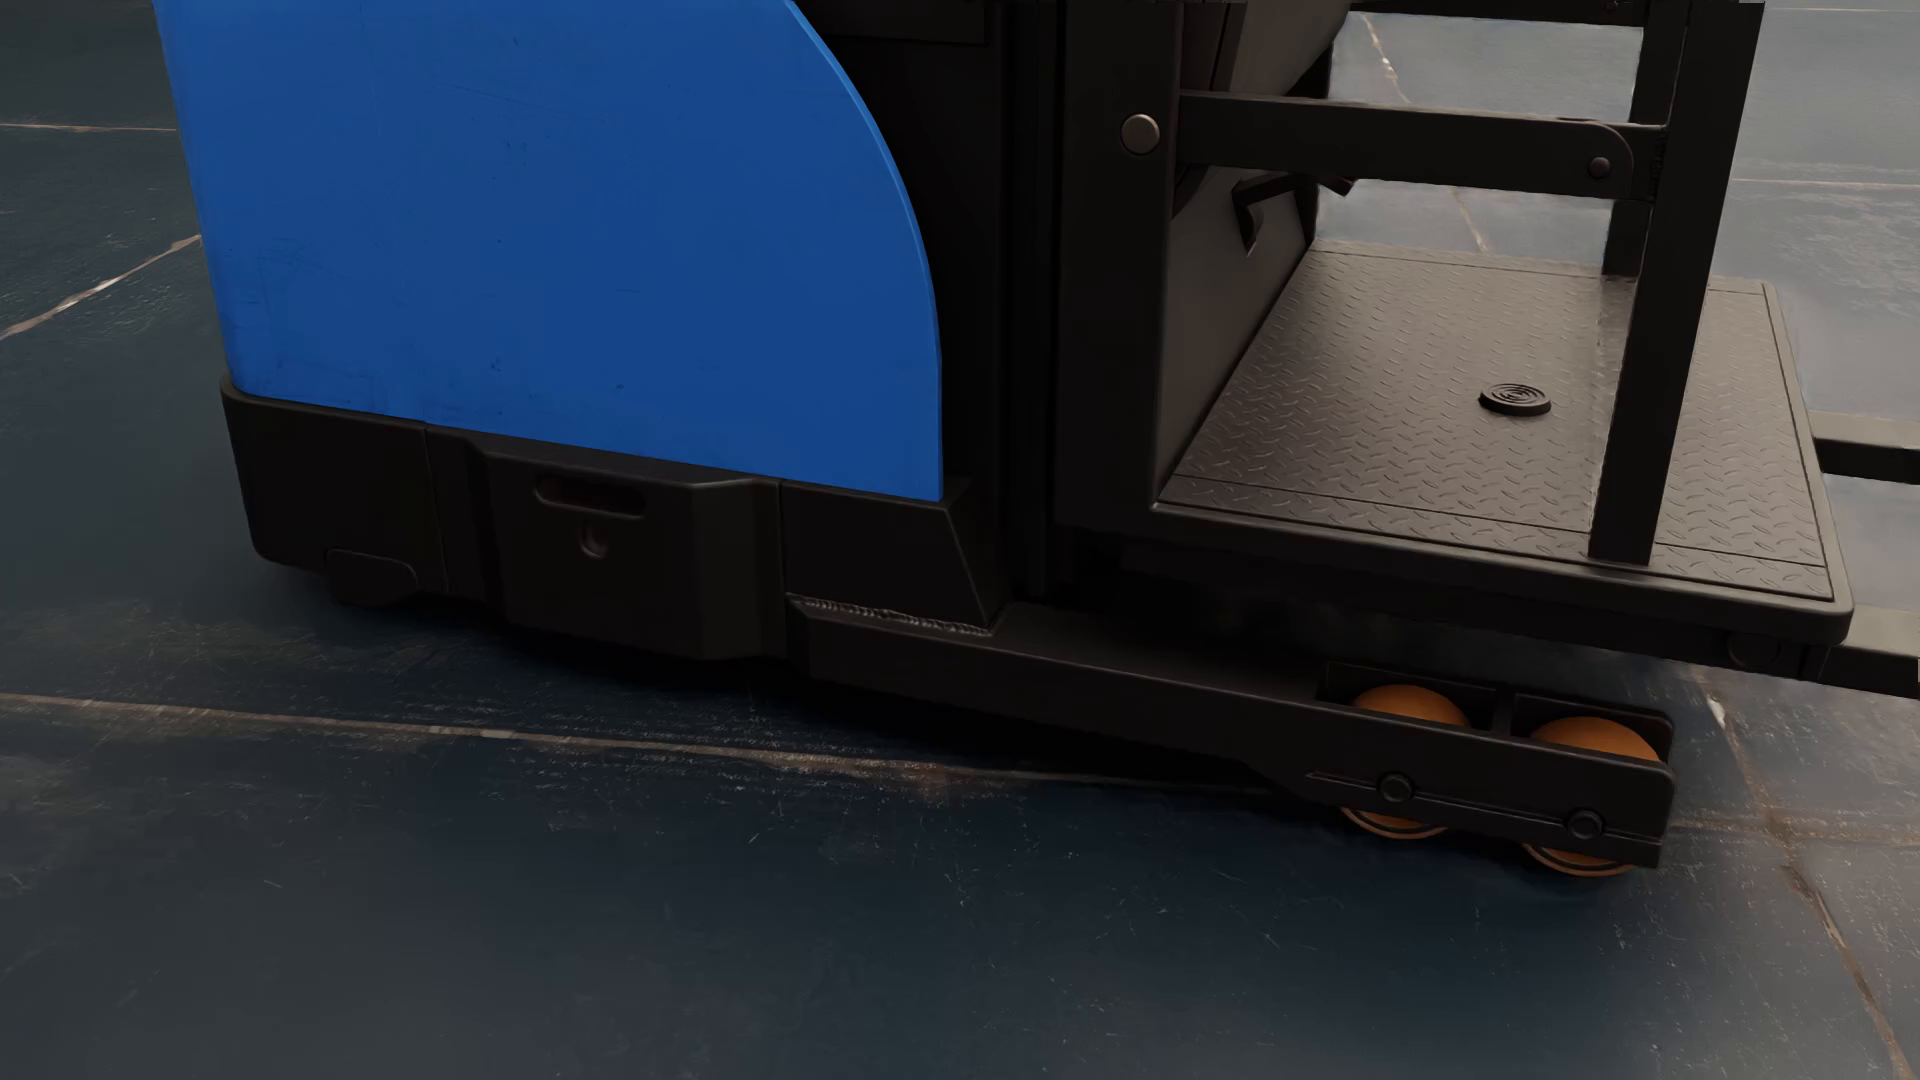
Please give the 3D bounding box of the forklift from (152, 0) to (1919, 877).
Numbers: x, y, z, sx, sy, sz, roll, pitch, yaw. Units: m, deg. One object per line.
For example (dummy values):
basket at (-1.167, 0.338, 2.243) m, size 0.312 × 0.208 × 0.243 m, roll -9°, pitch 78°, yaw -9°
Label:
forklift at (0.575, -1.220, 1.663) m, size 3.031 × 2.935 × 1.130 m, roll 9°, pitch 28°, yaw 18°
